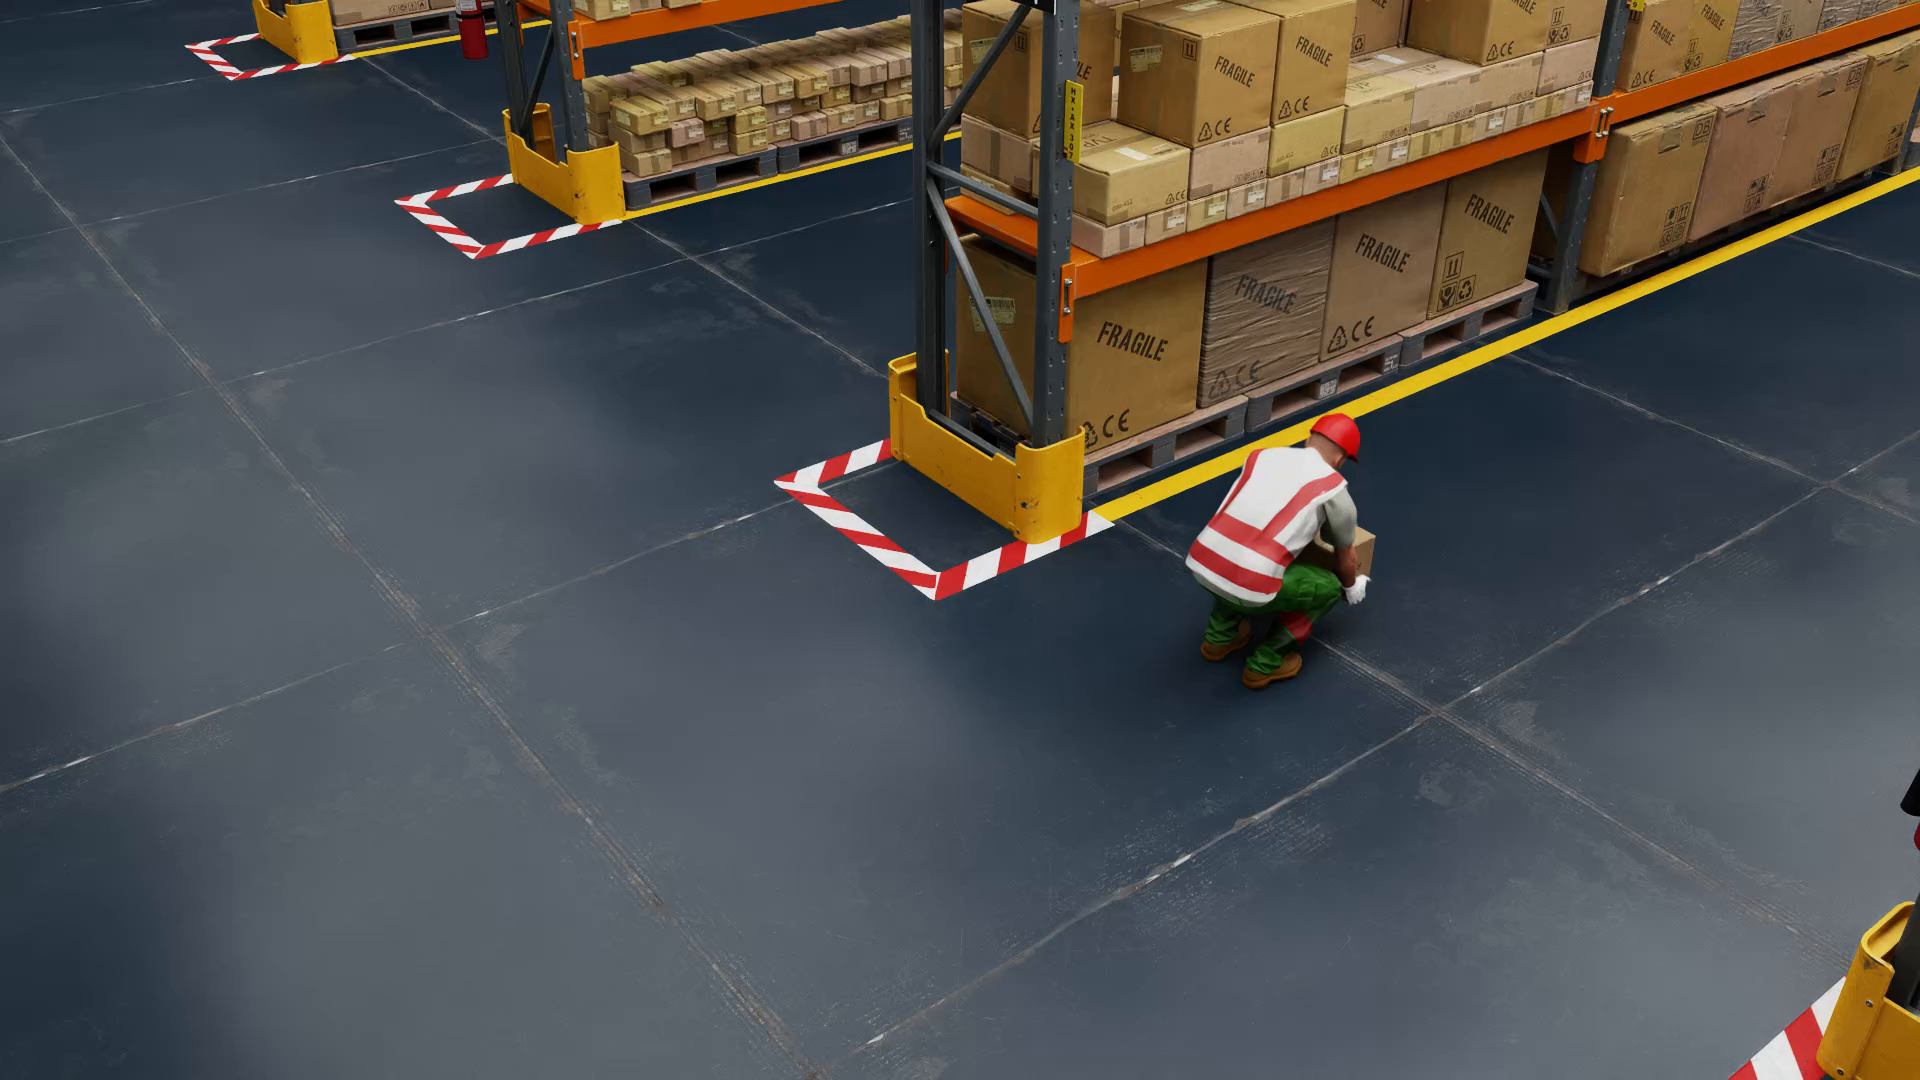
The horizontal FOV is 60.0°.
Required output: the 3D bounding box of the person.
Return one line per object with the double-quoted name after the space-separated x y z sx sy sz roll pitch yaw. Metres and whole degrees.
1.314 0.038 6.810 0.884 0.997 0.541 -23 39 -32 "person"
